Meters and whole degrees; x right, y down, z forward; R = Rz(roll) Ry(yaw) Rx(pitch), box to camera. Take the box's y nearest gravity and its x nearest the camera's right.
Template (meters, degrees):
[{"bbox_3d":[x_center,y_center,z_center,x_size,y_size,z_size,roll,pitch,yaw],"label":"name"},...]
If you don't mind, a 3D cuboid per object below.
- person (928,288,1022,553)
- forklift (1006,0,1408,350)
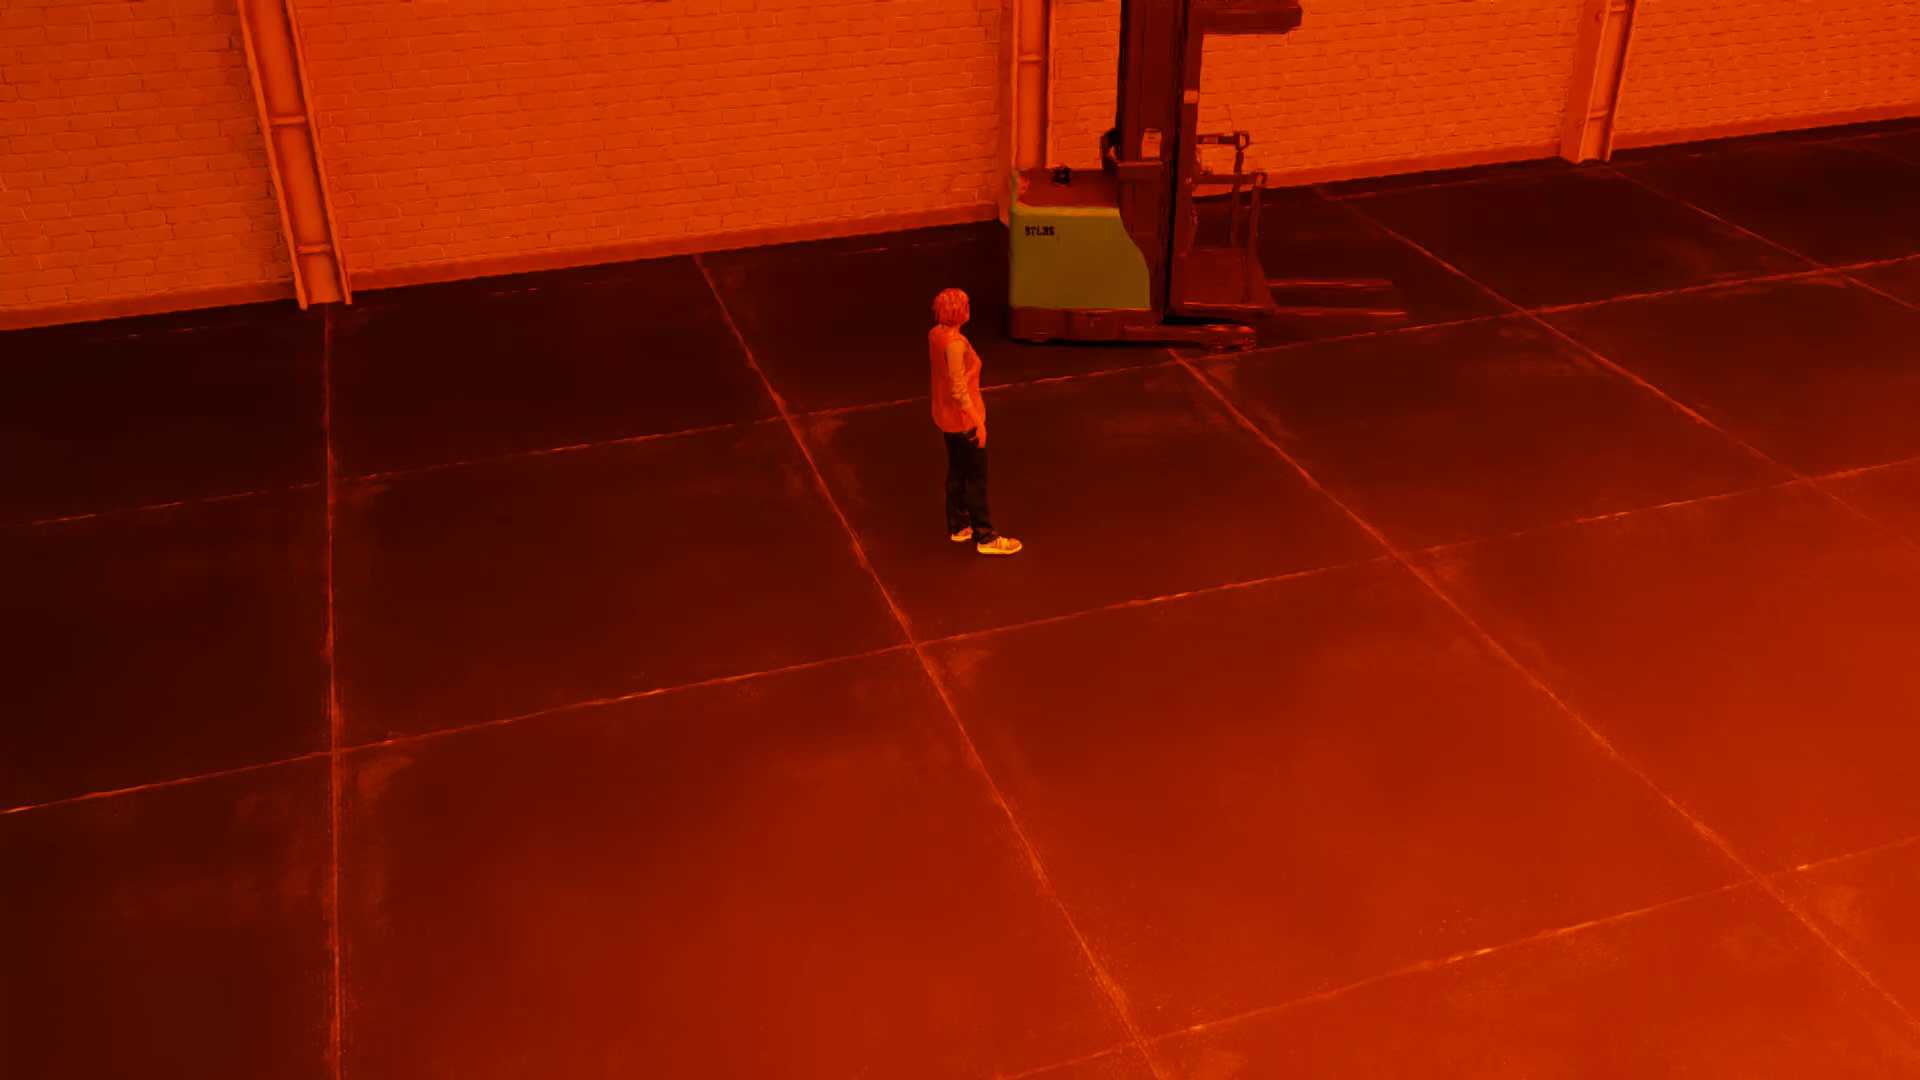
[{"bbox_3d":[0.075,-0.704,9.633,0.474,1.597,0.520,-10,31,-16],"label":"person"},{"bbox_3d":[1.876,-2.974,12.256,3.031,2.935,1.130,1,30,1],"label":"forklift"}]
